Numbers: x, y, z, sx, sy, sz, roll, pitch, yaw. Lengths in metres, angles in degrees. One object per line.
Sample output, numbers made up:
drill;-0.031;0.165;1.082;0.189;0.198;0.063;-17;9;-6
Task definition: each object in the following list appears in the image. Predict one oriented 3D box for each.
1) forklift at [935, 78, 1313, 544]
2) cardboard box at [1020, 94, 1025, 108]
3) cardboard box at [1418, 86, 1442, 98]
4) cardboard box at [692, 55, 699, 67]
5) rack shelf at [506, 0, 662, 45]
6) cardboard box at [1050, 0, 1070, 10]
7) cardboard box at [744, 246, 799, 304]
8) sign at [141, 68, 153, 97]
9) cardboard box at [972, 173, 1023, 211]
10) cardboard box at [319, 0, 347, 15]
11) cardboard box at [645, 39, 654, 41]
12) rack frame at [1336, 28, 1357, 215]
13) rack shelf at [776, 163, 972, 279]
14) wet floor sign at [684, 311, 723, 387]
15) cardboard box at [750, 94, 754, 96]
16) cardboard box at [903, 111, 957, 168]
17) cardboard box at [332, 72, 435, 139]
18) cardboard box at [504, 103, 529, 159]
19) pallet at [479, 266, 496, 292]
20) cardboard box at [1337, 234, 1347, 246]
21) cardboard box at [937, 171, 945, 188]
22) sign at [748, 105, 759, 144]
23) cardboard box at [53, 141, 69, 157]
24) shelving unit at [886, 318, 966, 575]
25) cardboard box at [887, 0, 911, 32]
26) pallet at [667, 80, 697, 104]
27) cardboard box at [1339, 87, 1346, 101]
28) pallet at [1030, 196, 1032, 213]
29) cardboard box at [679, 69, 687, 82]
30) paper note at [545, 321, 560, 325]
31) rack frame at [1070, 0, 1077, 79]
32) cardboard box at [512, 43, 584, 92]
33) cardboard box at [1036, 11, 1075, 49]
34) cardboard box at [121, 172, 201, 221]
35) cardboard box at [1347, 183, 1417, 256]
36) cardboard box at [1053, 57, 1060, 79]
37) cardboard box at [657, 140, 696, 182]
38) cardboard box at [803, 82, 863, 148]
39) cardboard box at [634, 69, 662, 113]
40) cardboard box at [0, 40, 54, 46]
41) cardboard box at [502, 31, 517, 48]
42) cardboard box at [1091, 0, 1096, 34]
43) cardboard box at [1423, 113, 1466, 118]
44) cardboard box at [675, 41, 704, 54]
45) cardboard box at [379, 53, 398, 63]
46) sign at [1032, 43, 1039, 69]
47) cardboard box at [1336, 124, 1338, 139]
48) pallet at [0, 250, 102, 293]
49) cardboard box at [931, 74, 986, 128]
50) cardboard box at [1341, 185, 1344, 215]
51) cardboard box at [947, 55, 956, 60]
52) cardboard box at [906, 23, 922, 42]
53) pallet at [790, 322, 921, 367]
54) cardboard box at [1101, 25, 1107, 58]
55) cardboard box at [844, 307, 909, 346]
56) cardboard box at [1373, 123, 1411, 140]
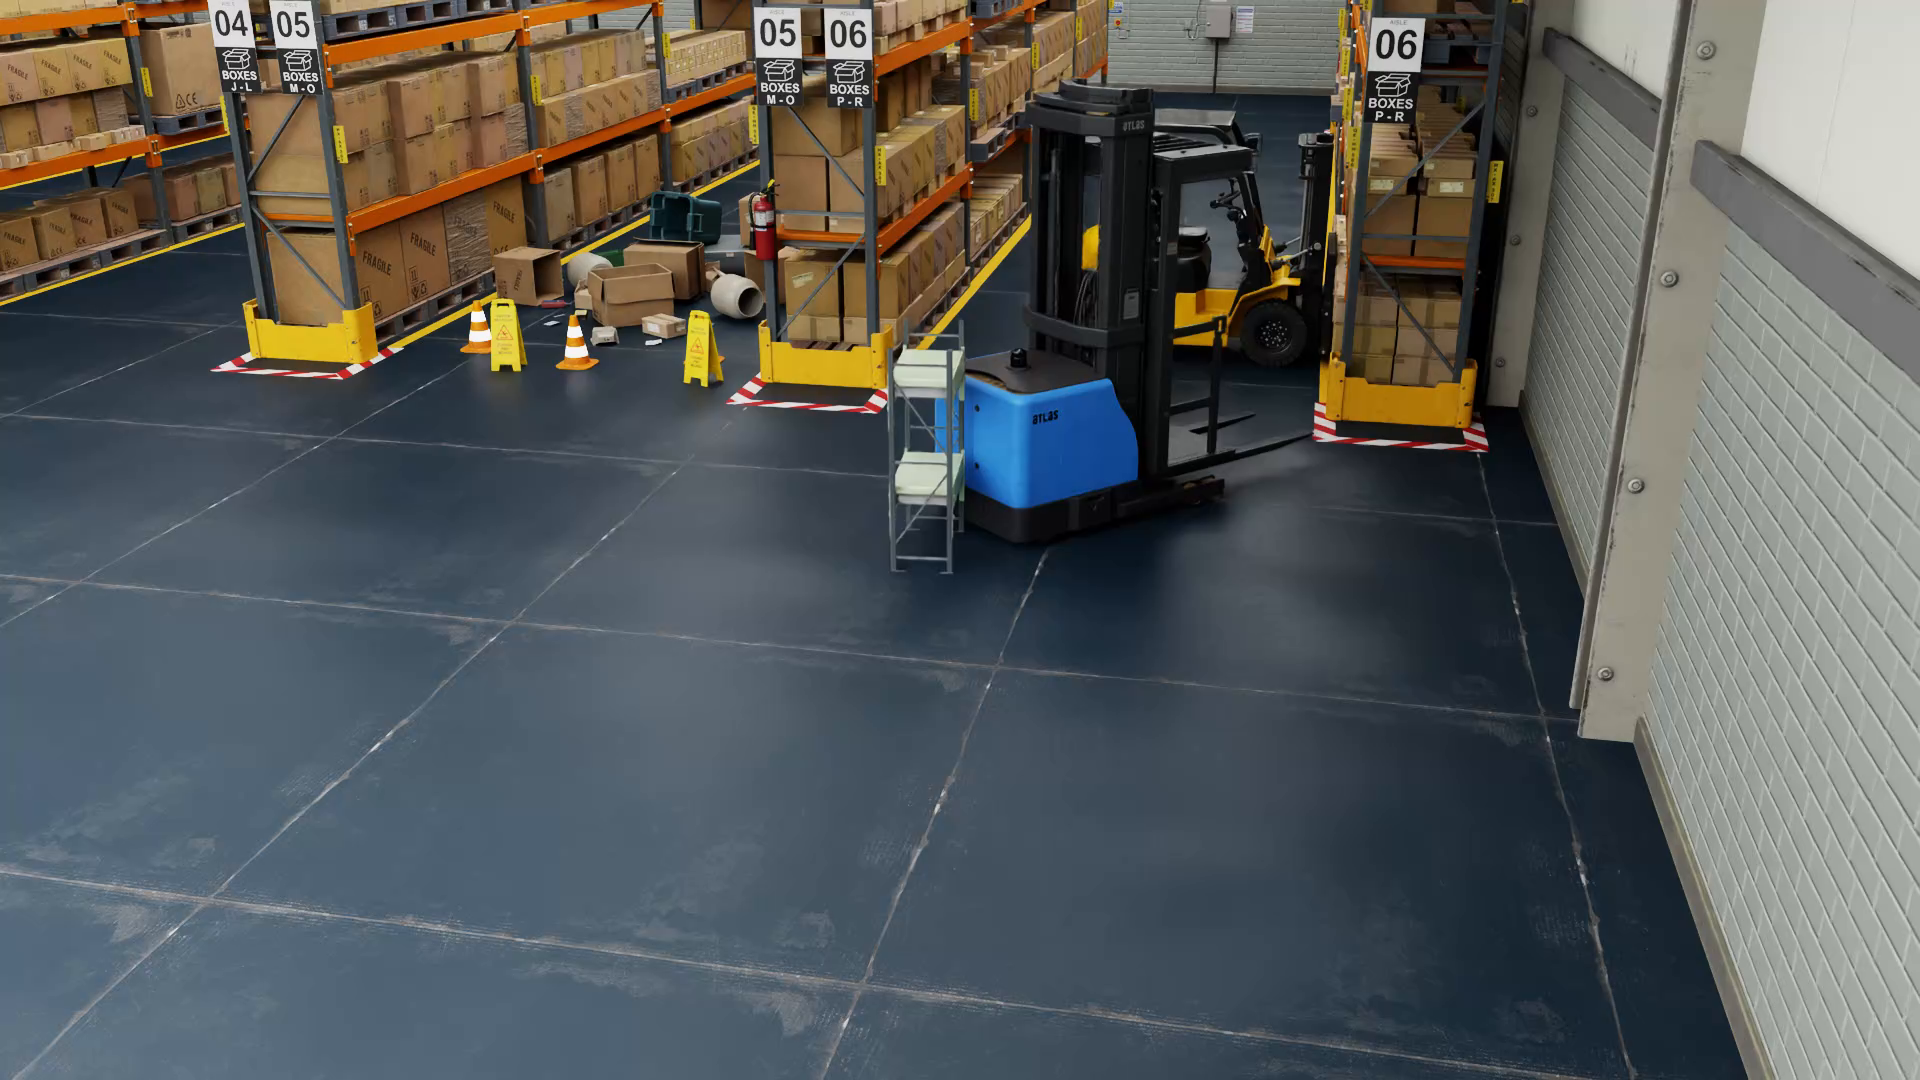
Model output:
forklift;1.302;-1.747;11.768;3.031;2.935;1.130;-15;26;-33
cardboard box;0.599;-5.464;20.679;0.380;0.149;0.250;4;22;10
cardboard box;5.282;-5.082;18.954;0.380;0.149;0.250;4;22;10
cardboard box;-3.937;-6.821;23.651;0.380;0.149;0.250;4;22;11
rack shelf;-4.848;-6.389;20.150;1.077;0.370;4.000;4;22;11
cardboard box;1.562;-8.092;25.091;0.380;0.149;0.250;4;22;10
cardboard box;-1.940;-2.813;17.666;0.500;0.500;0.500;-16;27;-35
sign;-9.558;-5.378;19.533;0.100;0.325;0.005;4;22;11
cardboard box;0.302;-4.493;21.449;0.950;0.372;0.625;3;22;7
cardboard box;-5.688;-4.754;14.768;0.380;0.149;0.250;5;22;11
cardboard box;-4.468;-7.199;24.192;0.380;0.149;0.250;5;23;13
rack frame;5.287;-5.346;20.611;1.000;3.000;0.127;4;22;11
rack shelf;-0.797;-3.195;16.233;1.077;0.370;4.000;4;22;11
wet floor sign;-2.292;-1.717;14.753;0.267;0.644;0.232;13;25;29
cardboard box;-3.397;-7.581;28.620;0.380;0.149;0.250;5;23;13
cardboard box;-0.335;-4.074;16.922;0.500;0.500;0.500;5;23;13
cardboard box;-5.689;-4.243;16.228;0.875;0.550;0.550;4;22;11
cardboard box;-5.319;-4.534;18.395;0.875;0.550;0.550;4;22;11
pallet;-5.487;-3.034;18.605;1.003;0.211;1.213;4;22;11
cardboard box;3.860;-2.744;15.931;0.500;0.250;0.500;5;23;13
cardboard box;-0.360;-3.631;16.689;0.380;0.149;0.250;4;22;10
sign;-1.745;-3.530;14.131;0.100;0.325;0.005;4;22;11
cardboard box;-10.150;-4.344;18.461;0.380;0.149;0.250;4;22;11
shelving unit;-0.210;-0.617;10.879;0.431;1.500;0.755;2;22;6
cardboard box;-0.730;-4.604;14.557;0.500;0.250;0.500;4;22;10
pallet;-4.398;-6.243;23.096;1.213;0.211;1.003;4;22;11
cardboard box;5.046;-5.693;21.249;0.380;0.149;0.250;5;22;12
pallet;0.662;-4.712;22.770;1.003;0.211;1.213;4;22;11
cardboard box;-4.041;-6.486;23.218;0.380;0.149;0.250;6;23;14
paper note;-4.098;-2.188;16.748;0.144;0.017;0.142;13;25;29
rack frame;1.243;-7.185;25.180;1.000;3.000;0.127;4;22;11
cardboard box;-4.954;-5.665;19.933;0.700;0.500;0.500;5;22;11
cardboard box;1.398;-7.513;24.521;0.500;0.500;0.500;5;23;13
cardboard box;-9.944;-4.283;20.729;0.700;0.500;0.500;3;22;7
cardboard box;3.498;-2.666;13.825;0.500;0.500;0.500;4;22;10
cardboard box;1.109;-6.606;23.273;0.500;0.250;0.500;5;22;12
cardboard box;-4.045;-5.338;23.375;0.500;0.500;0.500;4;22;9
cardboard box;-1.204;-3.833;14.985;0.700;0.500;0.500;5;22;11
cardboard box;-4.268;-5.924;21.914;0.500;0.500;0.500;4;22;11
cardboard box;-10.532;-5.335;18.715;0.500;0.500;0.500;4;22;11
cardboard box;-7.899;-8.533;28.327;0.500;0.250;0.500;5;22;12
cardboard box;1.908;-8.406;26.739;0.500;0.500;0.500;4;22;11
cardboard box;4.579;-3.945;15.734;0.380;0.149;0.250;4;22;10
cardboard box;-3.889;-7.052;23.827;0.380;0.149;0.250;5;23;13
cardboard box;-8.705;-7.058;24.729;0.500;0.500;0.500;4;22;10
sign;0.960;-6.185;21.252;0.100;0.325;0.005;4;22;11
cardboard box;6.489;-6.780;26.958;0.700;0.500;0.500;5;23;13
pallet;-10.440;-3.026;18.584;1.003;0.211;1.213;4;22;11
cardboard box;-0.013;-4.788;18.134;0.500;0.500;0.500;5;22;12
cardboard box;5.146;-4.212;20.413;0.875;0.625;0.625;5;23;13
cardboard box;-0.093;-5.569;20.072;0.500;0.500;0.500;5;22;12
cardboard box;-0.560;-4.641;15.183;0.380;0.149;0.250;5;22;12
pallet;-0.989;-1.826;15.604;1.003;0.211;1.213;4;22;11
cardboard box;2.220;-8.498;28.305;0.500;0.500;0.500;5;22;11
cardboard box;-0.770;-1.990;15.398;0.500;0.250;0.500;4;22;10
cardboard box;3.897;-3.704;15.136;0.380;0.149;0.250;5;22;11
